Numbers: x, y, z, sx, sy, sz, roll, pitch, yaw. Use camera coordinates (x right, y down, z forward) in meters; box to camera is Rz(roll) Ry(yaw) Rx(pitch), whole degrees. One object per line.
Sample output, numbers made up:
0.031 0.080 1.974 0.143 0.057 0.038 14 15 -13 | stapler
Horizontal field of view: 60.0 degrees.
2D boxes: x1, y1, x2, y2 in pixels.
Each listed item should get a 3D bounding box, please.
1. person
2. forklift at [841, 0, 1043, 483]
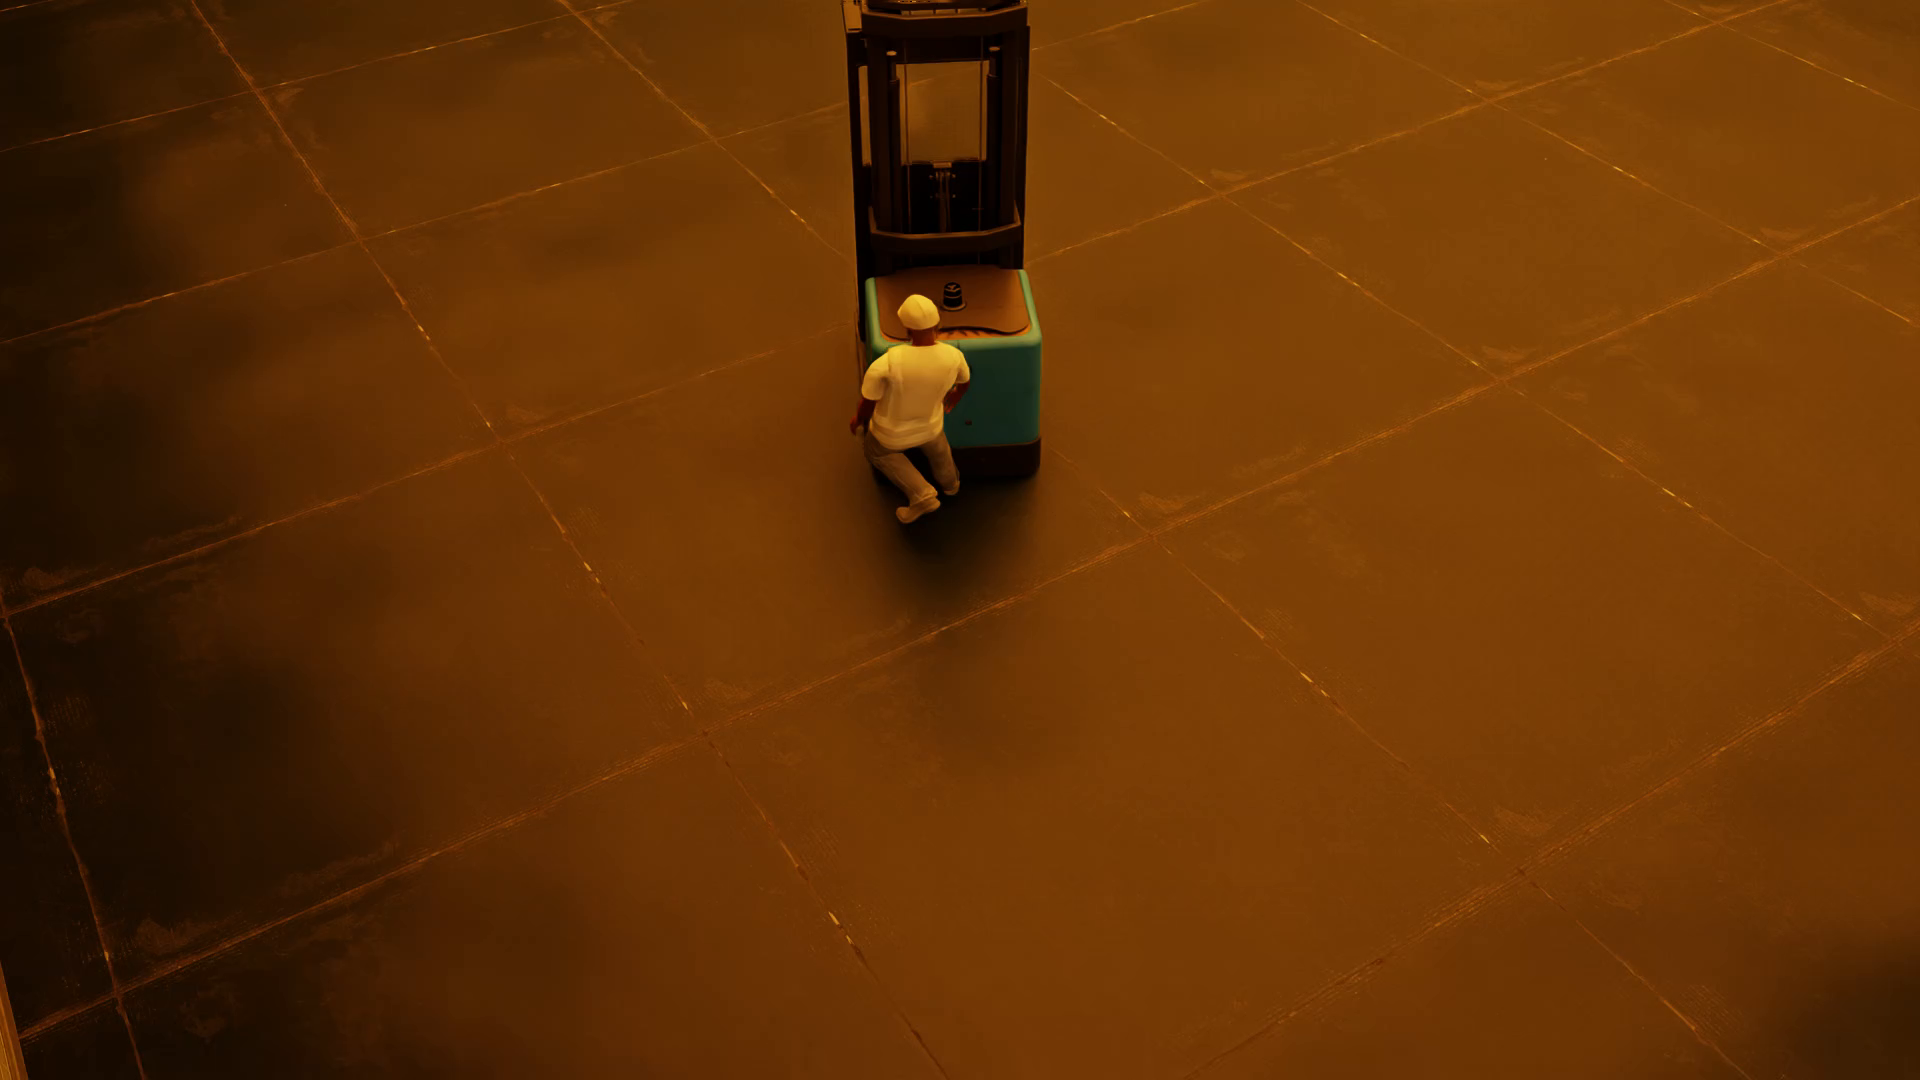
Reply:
-0.301 -0.798 9.746 0.755 1.679 0.732 -13 43 -15 | person
-0.156 -2.427 10.649 1.130 2.935 3.031 -4 41 -4 | forklift
